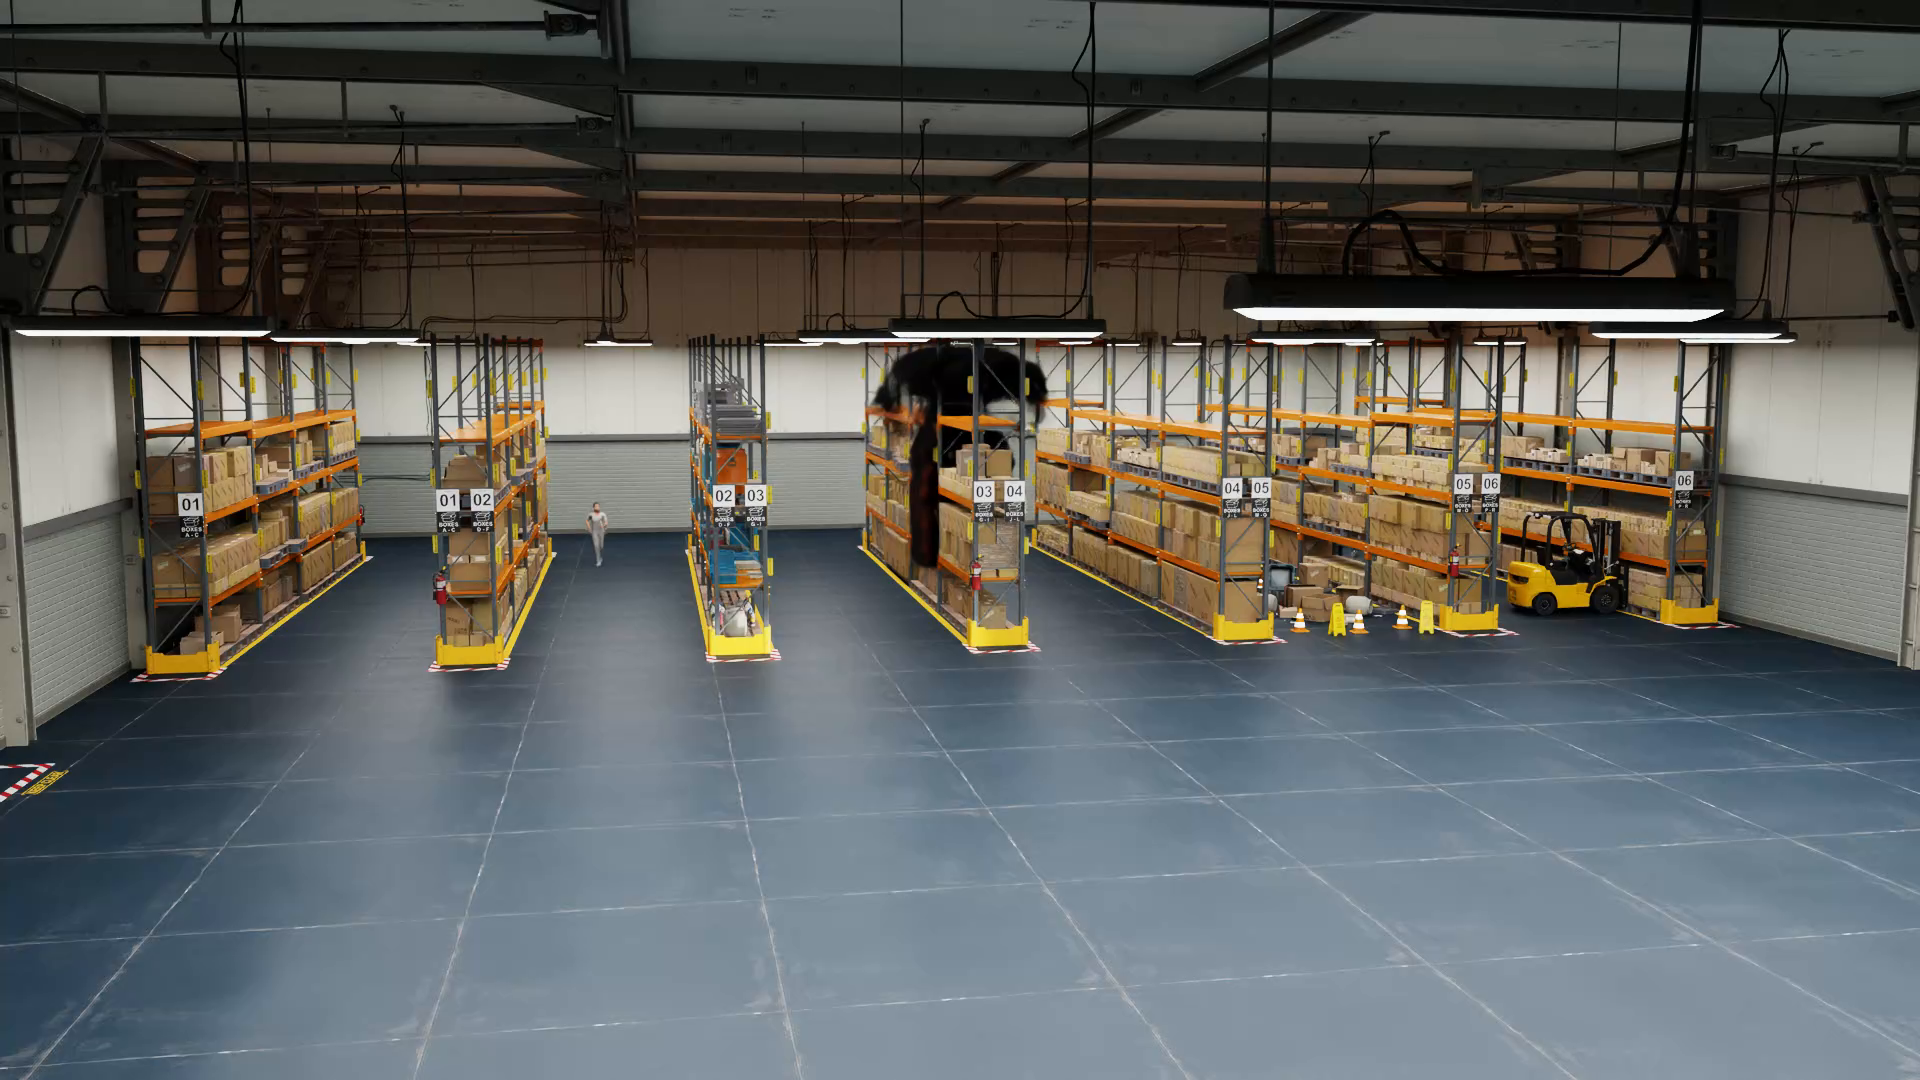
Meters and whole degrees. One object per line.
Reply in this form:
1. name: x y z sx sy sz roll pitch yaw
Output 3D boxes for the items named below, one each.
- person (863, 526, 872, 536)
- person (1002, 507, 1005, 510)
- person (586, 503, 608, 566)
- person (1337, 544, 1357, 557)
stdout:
1. person: -2.467 -0.784 49.406 0.784 1.777 0.665 2 7 18
2. person: 1.395 -0.773 49.451 0.898 1.639 0.600 -2 7 -19
3. person: -9.656 -0.170 44.264 0.570 1.672 0.805 -2 7 -17
4. person: 10.464 -0.230 45.087 0.546 1.591 0.855 -3 7 -24
